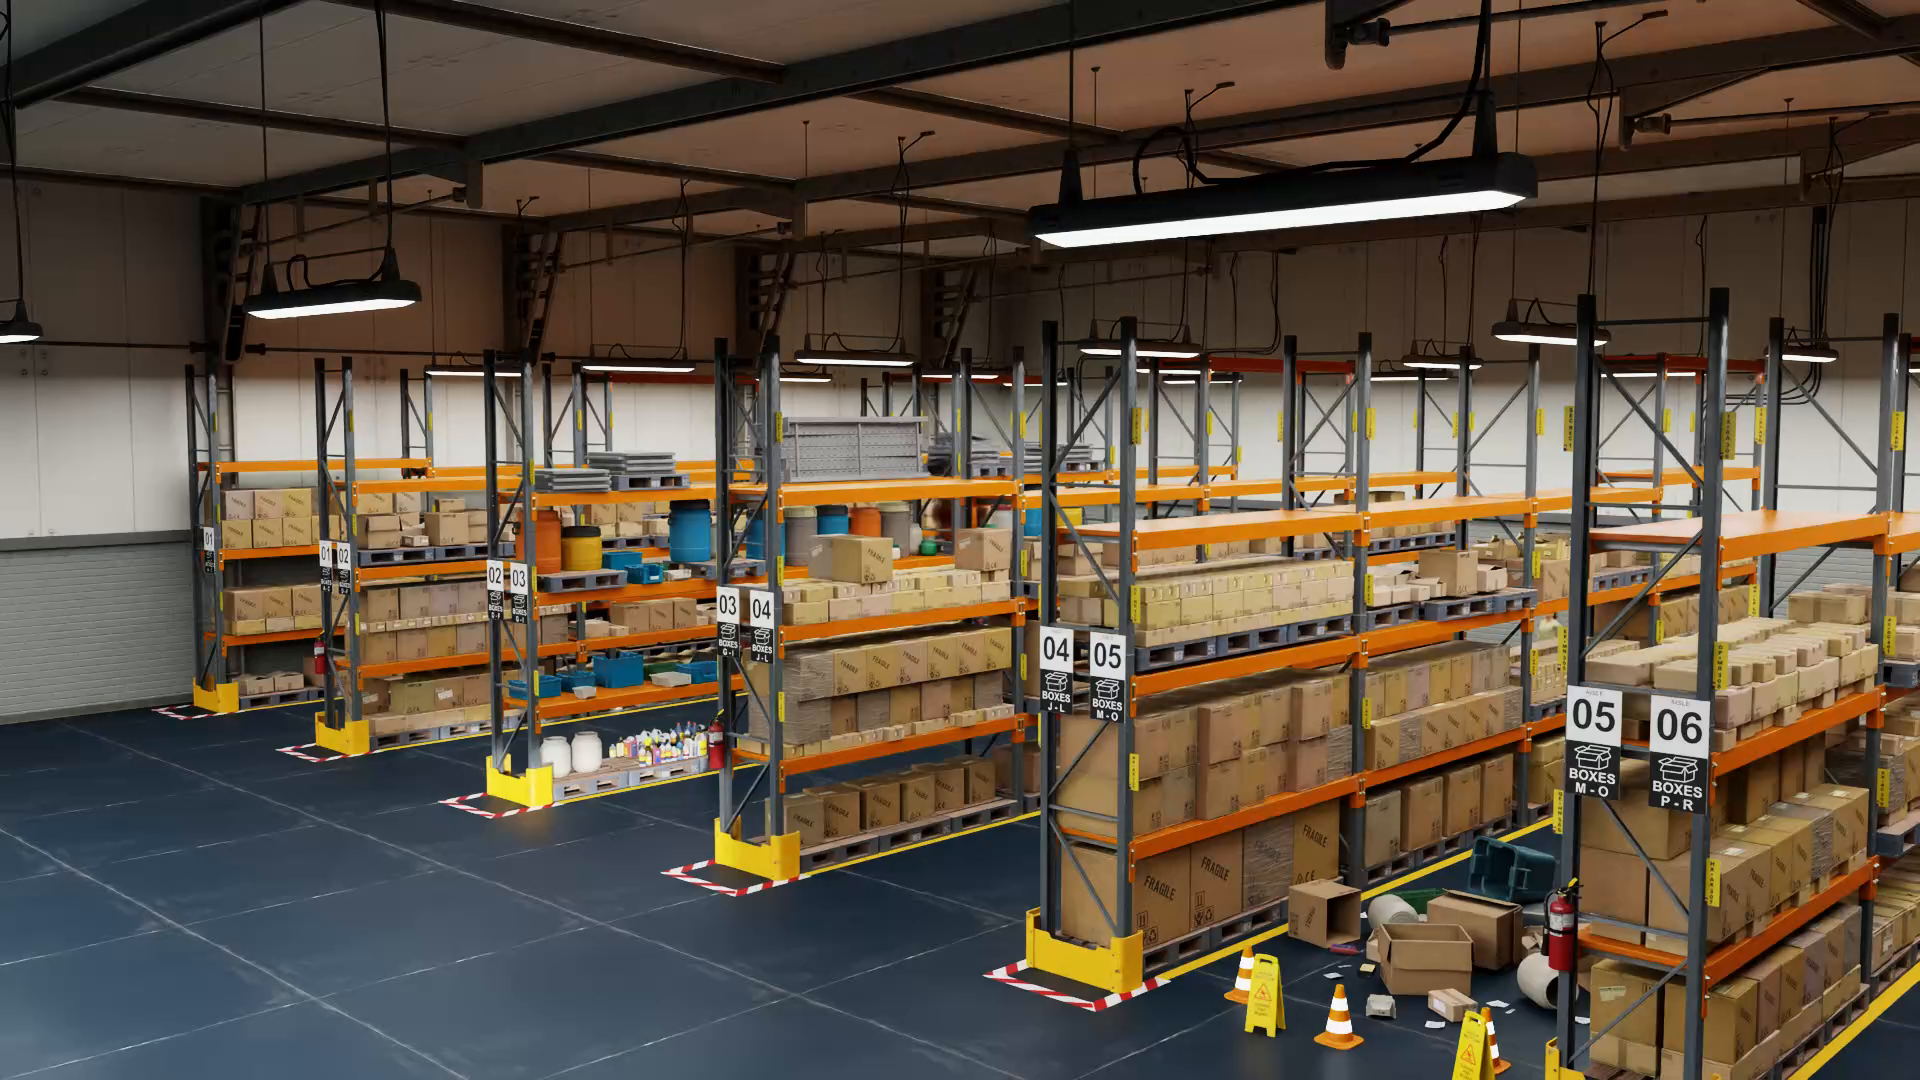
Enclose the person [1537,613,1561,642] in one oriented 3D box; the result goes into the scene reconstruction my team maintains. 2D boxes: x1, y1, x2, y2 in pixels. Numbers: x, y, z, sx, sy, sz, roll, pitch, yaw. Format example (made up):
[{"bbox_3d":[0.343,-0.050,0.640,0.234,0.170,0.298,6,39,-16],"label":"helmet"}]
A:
[{"bbox_3d":[10.830,2.023,30.575,0.486,1.580,0.840,4,6,40],"label":"person"}]
